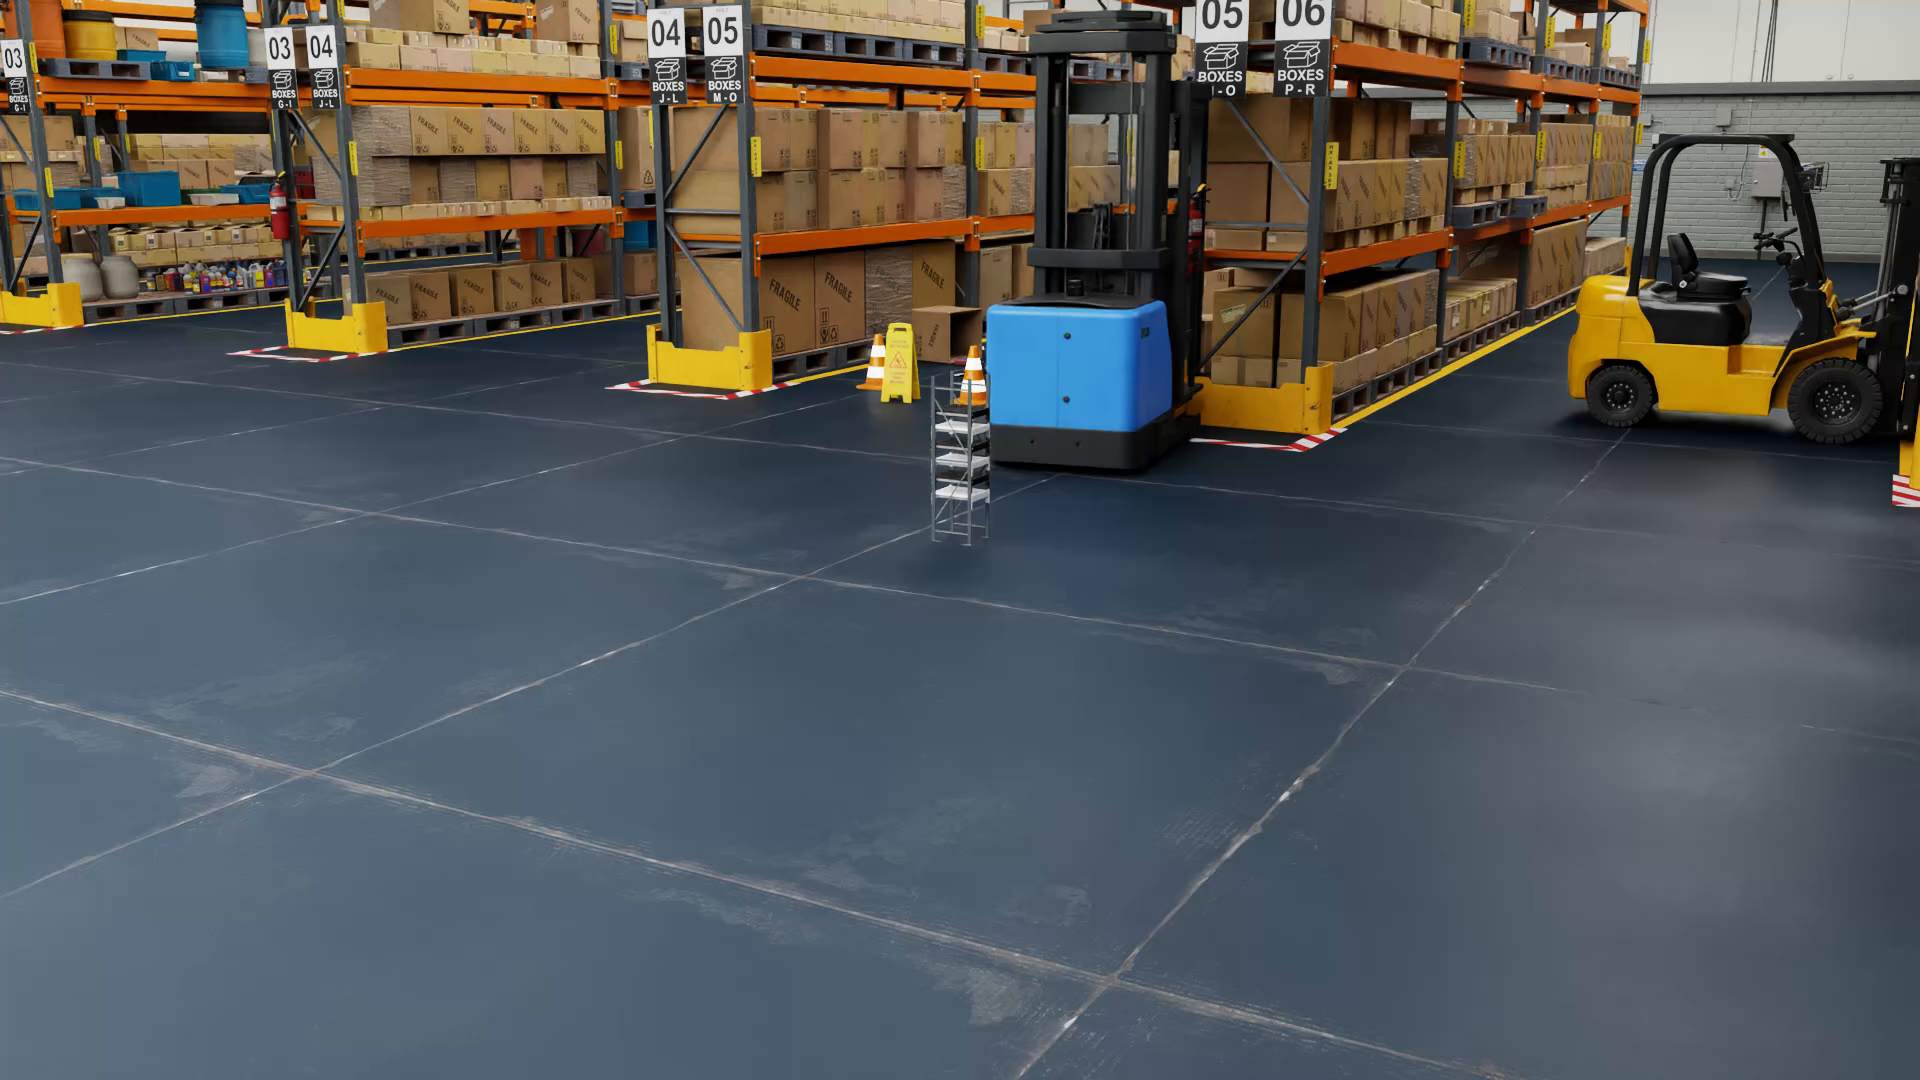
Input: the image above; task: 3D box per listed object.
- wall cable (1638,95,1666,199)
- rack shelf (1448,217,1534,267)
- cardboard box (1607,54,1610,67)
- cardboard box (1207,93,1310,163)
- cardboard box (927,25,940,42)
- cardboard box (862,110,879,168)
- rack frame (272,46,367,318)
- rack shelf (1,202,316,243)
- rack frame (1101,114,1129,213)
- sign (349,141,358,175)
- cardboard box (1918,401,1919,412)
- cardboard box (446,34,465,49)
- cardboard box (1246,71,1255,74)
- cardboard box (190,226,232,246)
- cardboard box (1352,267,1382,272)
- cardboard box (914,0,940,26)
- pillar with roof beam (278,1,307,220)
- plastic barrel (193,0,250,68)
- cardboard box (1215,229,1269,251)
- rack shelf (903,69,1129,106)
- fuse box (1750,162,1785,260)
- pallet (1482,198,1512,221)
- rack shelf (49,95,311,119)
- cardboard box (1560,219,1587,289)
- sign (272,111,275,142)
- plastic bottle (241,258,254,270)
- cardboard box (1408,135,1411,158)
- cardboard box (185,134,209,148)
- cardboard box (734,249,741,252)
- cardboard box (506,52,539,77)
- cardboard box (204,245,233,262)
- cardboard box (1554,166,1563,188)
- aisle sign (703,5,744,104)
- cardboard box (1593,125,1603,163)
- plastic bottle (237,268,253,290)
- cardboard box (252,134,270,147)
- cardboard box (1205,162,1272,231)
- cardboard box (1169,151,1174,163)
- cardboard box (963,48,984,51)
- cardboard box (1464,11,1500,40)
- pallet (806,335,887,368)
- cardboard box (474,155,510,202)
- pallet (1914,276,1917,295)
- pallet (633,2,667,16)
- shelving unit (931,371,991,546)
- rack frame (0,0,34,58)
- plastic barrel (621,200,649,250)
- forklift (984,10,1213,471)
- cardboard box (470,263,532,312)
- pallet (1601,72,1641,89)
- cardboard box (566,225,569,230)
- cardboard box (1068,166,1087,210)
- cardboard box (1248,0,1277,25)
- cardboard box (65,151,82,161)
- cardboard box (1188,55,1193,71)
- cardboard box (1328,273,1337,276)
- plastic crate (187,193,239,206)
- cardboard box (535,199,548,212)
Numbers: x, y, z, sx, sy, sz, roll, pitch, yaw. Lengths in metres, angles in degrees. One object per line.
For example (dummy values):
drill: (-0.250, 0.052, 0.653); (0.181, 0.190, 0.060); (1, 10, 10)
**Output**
wall cable: (12.611, -7.263, 30.525); (0.585, 1.953, 0.123); (7, 15, 28)
rack shelf: (5.072, -3.193, 17.412); (1.077, 0.370, 4.000); (7, 15, 28)
cardboard box: (9.138, -6.960, 24.186); (0.500, 0.311, 0.500); (8, 16, 29)
cardboard box: (2.227, -3.120, 12.595); (0.700, 0.500, 0.500); (7, 15, 27)
cardboard box: (-0.419, -5.045, 16.588); (0.380, 0.149, 0.250); (8, 16, 29)
cardboard box: (-1.281, -3.868, 16.052); (0.875, 0.550, 0.500); (7, 15, 28)
rack frame: (-6.504, -3.434, 16.879); (1.000, 3.000, 0.127); (7, 15, 28)
rack shelf: (-9.873, -4.056, 20.993); (1.077, 0.370, 4.000); (7, 15, 28)
rack frame: (1.656, -4.493, 21.270); (1.000, 3.000, 0.127); (7, 15, 28)
sign: (-6.029, -3.794, 16.523); (0.100, 0.325, 0.005); (7, 15, 28)
cardboard box: (7.198, -1.061, 12.007); (0.500, 0.250, 0.500); (8, 16, 30)
cardboard box: (-5.510, -5.307, 17.715); (0.380, 0.149, 0.250); (7, 15, 26)
cardboard box: (4.033, -7.014, 24.578); (0.500, 0.250, 0.500); (8, 16, 30)
cardboard box: (-12.081, -4.890, 26.693); (0.500, 0.311, 0.500); (8, 16, 30)
cardboard box: (3.583, -2.274, 15.436); (0.500, 0.500, 0.500); (8, 16, 31)
cardboard box: (-0.535, -5.221, 16.467); (0.500, 0.250, 0.500); (7, 15, 28)
pillar with roof beam: (-10.362, -10.250, 32.351); (9.100, 9.000, 0.400); (7, 15, 28)
plastic barrel: (-9.481, -6.530, 21.355); (0.600, 0.901, 0.708); (7, 15, 28)
cardboard box: (2.165, -2.290, 12.670); (0.380, 0.149, 0.250); (8, 16, 30)
rack shelf: (0.689, -5.191, 19.301); (1.077, 0.370, 4.000); (7, 15, 28)
fuse box: (14.380, -5.859, 29.687); (0.539, 1.711, 0.414); (7, 15, 28)
pallet: (5.117, -3.449, 17.349); (1.003, 0.211, 1.213); (7, 15, 28)
rack shelf: (-12.274, -6.897, 26.377); (1.077, 0.370, 4.000); (7, 15, 28)
cardboard box: (7.742, -3.809, 22.069); (0.875, 0.875, 0.875); (8, 16, 30)
sign: (-6.980, -4.218, 16.984); (0.100, 0.325, 0.005); (7, 15, 28)
plastic bottle: (-9.533, -3.607, 22.310); (0.144, 0.351, 0.185); (7, 15, 28)
cardboard box: (4.127, -3.650, 16.031); (0.500, 0.500, 0.500); (7, 15, 27)
cardboard box: (-14.702, -7.604, 31.684); (0.500, 0.250, 0.500); (7, 15, 28)
cardboard box: (-3.200, -3.819, 22.871); (0.700, 0.500, 0.500); (6, 15, 23)
cardboard box: (-5.066, -5.306, 18.563); (0.500, 0.250, 0.500); (7, 15, 28)
cardboard box: (-12.086, -4.616, 26.751); (0.500, 0.250, 0.500); (8, 16, 29)
cardboard box: (7.002, -4.406, 20.162); (0.500, 0.250, 0.500); (7, 15, 28)
aisle sign: (-1.983, -4.067, 13.956); (0.394, 0.787, 0.004); (7, 15, 28)
cardboard box: (8.414, -5.379, 22.596); (0.500, 0.500, 0.500); (7, 15, 28)
plastic bottle: (-9.296, -3.403, 21.620); (0.152, 0.276, 0.135); (8, 16, 29)
cardboard box: (-13.969, -7.919, 32.990); (0.500, 0.250, 0.500); (8, 16, 29)
cardboard box: (2.192, -2.647, 12.767); (0.500, 0.500, 0.500); (7, 15, 27)
cardboard box: (2.683, -5.207, 22.602); (0.380, 0.149, 0.250); (8, 16, 30)
cardboard box: (-0.076, -5.474, 18.148); (0.500, 0.250, 0.500); (8, 15, 29)
cardboard box: (4.738, -4.796, 15.552); (0.500, 0.250, 0.500); (7, 15, 27)
pallet: (-1.302, -1.918, 16.540); (1.003, 0.211, 1.213); (7, 15, 28)
cardboard box: (-5.546, -4.052, 18.595); (0.875, 0.500, 0.500); (7, 15, 28)
pallet: (13.831, -3.498, 23.092); (1.003, 0.211, 1.213); (7, 15, 28)
pallet: (-5.412, -8.915, 28.066); (1.003, 0.211, 1.213); (7, 15, 28)
shelving unit: (0.004, -0.439, 8.935); (0.258, 0.900, 0.210); (7, 15, 28)
rack frame: (-10.840, -6.912, 18.504); (1.000, 3.000, 0.127); (7, 15, 28)
plastic barrel: (-5.659, -5.387, 28.558); (0.600, 0.901, 0.708); (7, 15, 28)
forklift: (1.134, -2.175, 11.803); (1.130, 2.935, 3.031); (5, 14, 19)
cardboard box: (-5.300, -2.912, 19.149); (0.500, 0.500, 0.500); (6, 15, 23)
pallet: (9.556, -6.856, 24.861); (1.003, 0.211, 1.213); (7, 15, 28)
cardboard box: (-7.972, -6.386, 34.052); (0.500, 0.250, 0.500); (7, 15, 28)
cardboard box: (1.190, -4.214, 19.900); (0.500, 0.500, 0.500); (7, 15, 27)
cardboard box: (2.182, -3.977, 12.415); (0.500, 0.250, 0.500); (7, 15, 27)
cardboard box: (-13.184, -5.662, 24.522); (0.380, 0.149, 0.250); (7, 15, 28)
cardboard box: (2.981, -6.776, 23.634); (0.500, 0.311, 0.500); (7, 15, 27)
cardboard box: (3.096, -2.409, 14.613); (0.380, 0.149, 0.250); (8, 16, 31)
plastic crate: (-9.469, -4.326, 21.141); (0.530, 0.136, 0.437); (7, 15, 28)
cardboard box: (-4.979, -3.861, 19.183); (0.380, 0.149, 0.250); (7, 15, 28)
